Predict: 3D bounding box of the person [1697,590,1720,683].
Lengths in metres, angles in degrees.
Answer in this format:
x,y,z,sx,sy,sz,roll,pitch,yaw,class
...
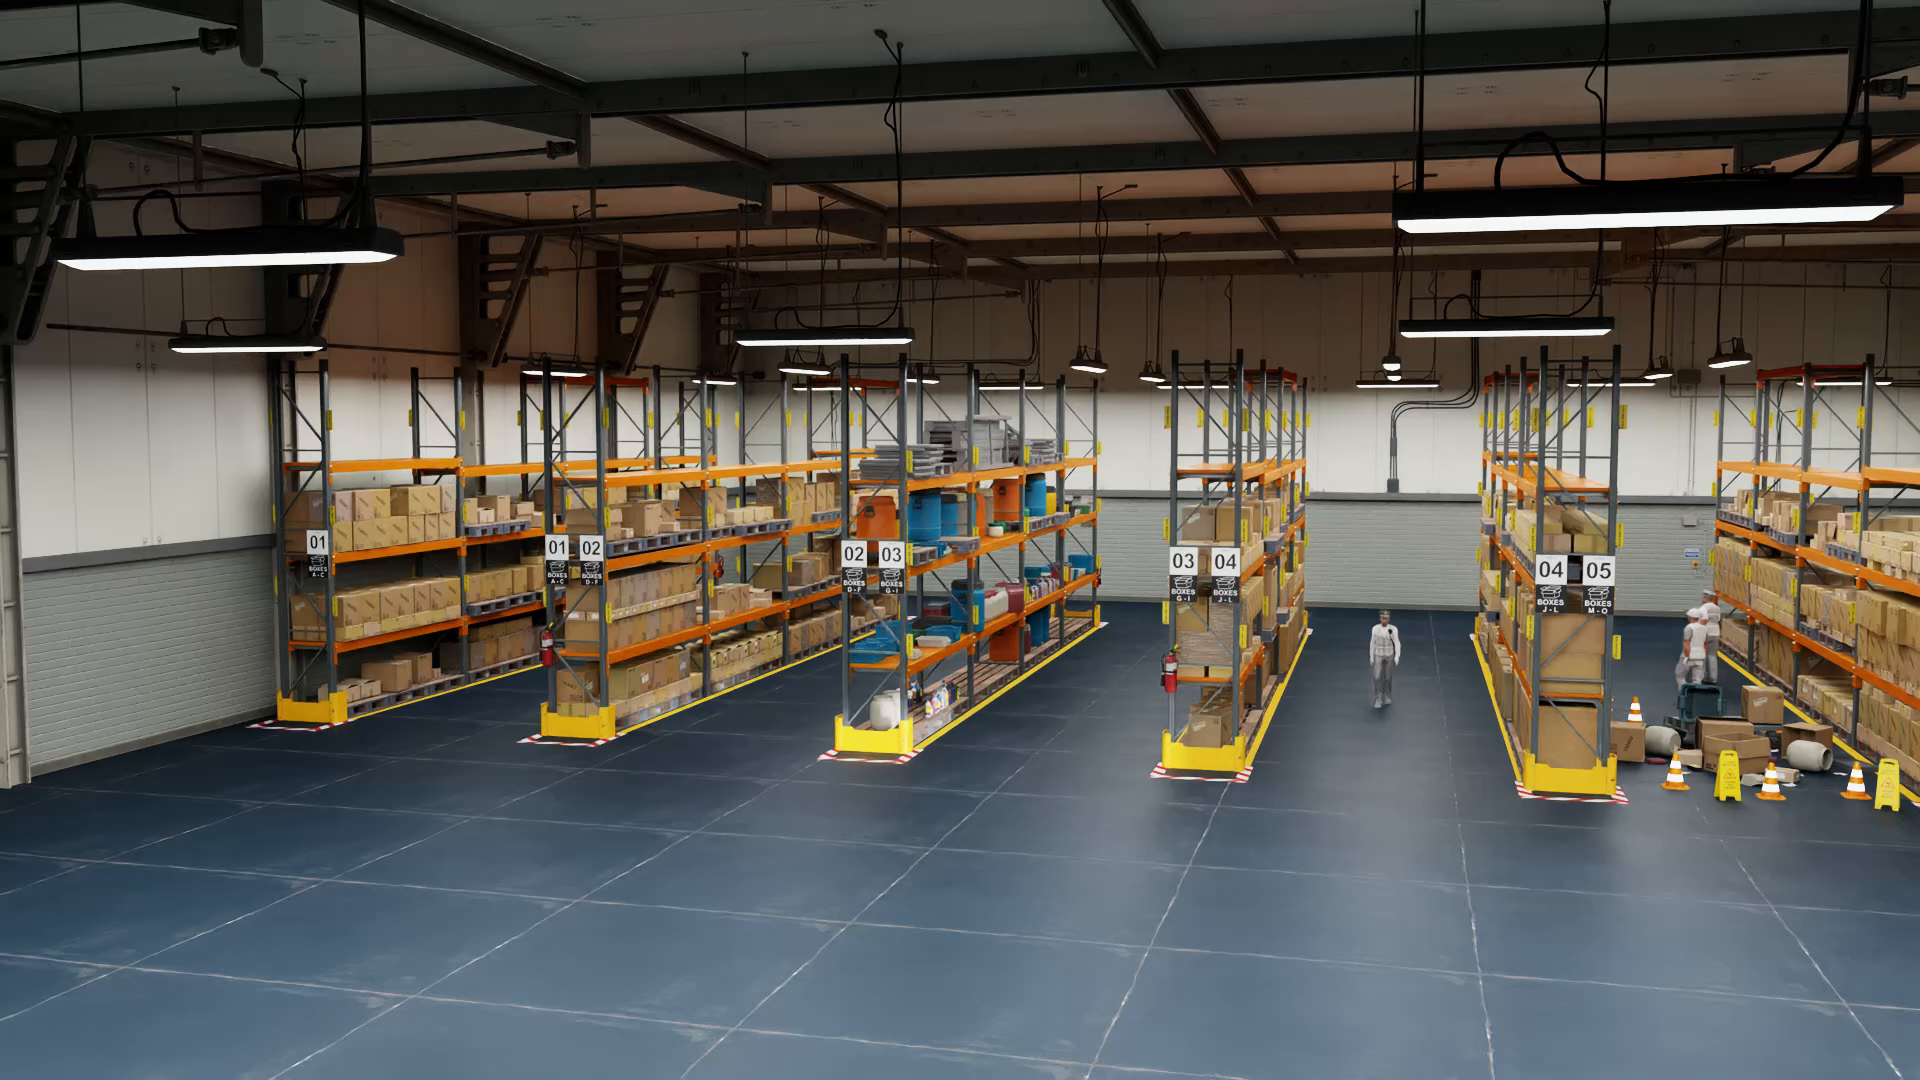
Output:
x,y,z,sx,sy,sz,roll,pitch,yaw,class
14.270,1.843,31.687,0.546,1.772,0.511,-1,4,-14,person

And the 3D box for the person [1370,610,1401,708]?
x,y,z,sx,sy,sz,roll,pitch,yaw,class
7.454,2.093,29.164,0.528,1.723,0.516,1,4,18,person

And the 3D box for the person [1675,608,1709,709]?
x,y,z,sx,sy,sz,roll,pitch,yaw,class
12.570,2.054,28.449,0.521,1.768,0.548,0,4,1,person
